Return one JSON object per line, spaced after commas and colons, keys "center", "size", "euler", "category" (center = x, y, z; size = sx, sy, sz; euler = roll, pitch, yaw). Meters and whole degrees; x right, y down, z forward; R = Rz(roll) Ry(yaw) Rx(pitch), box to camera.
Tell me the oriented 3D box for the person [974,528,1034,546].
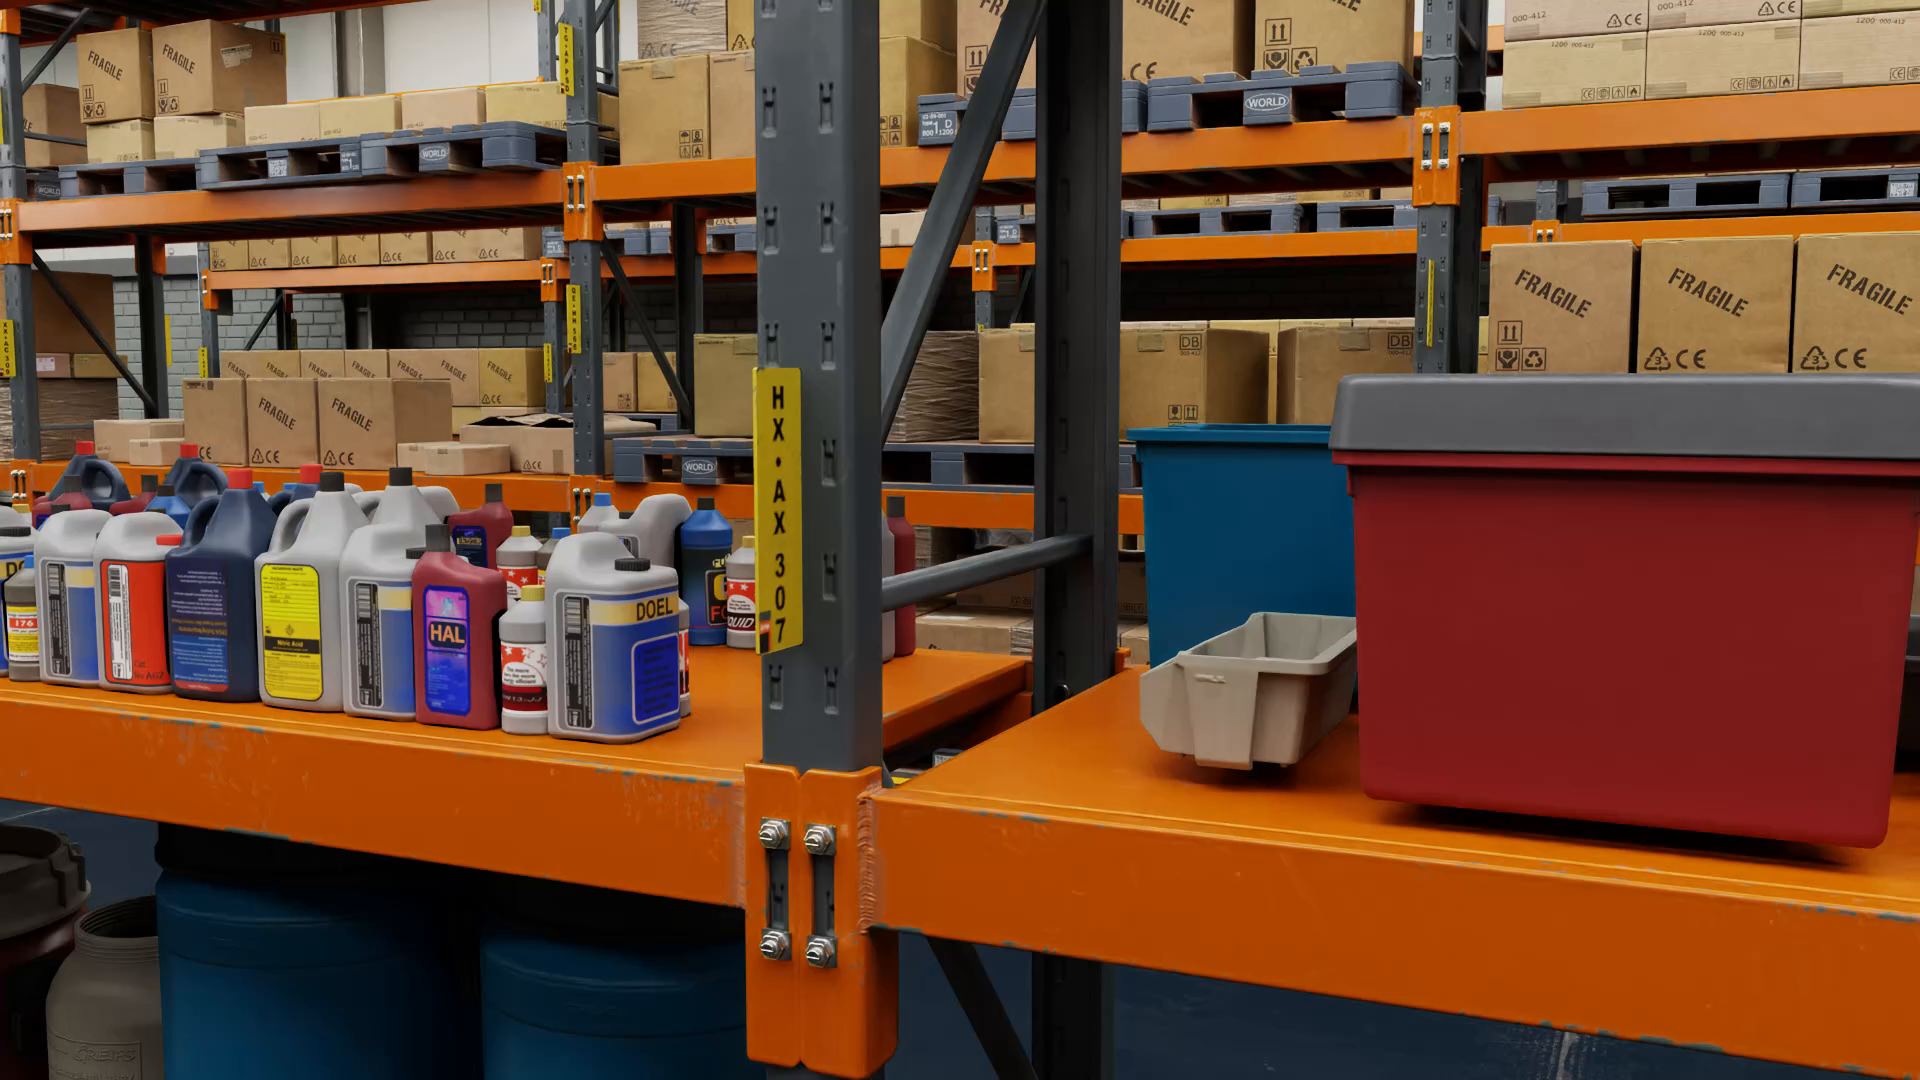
{"center": [0.347, -0.141, 10.622], "size": [0.575, 1.782, 0.529], "euler": [3, 6, 31], "category": "person"}
